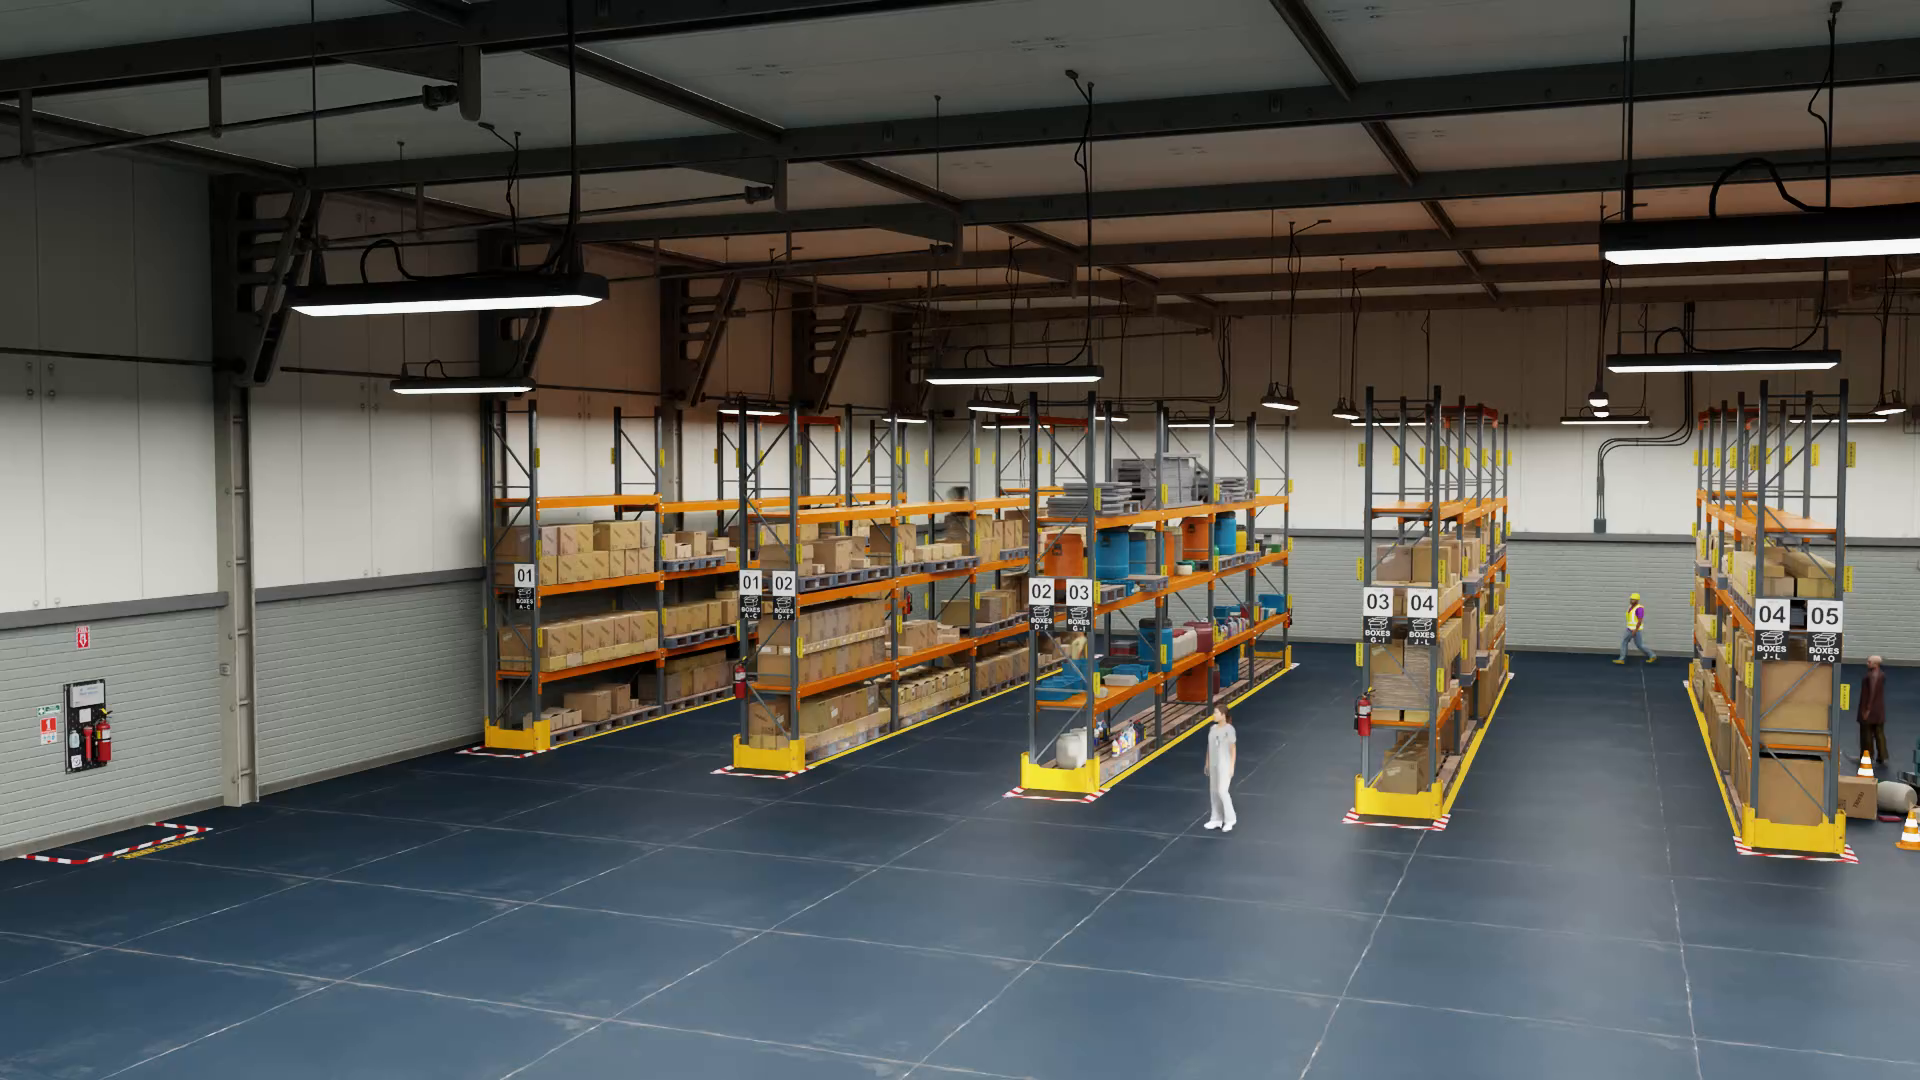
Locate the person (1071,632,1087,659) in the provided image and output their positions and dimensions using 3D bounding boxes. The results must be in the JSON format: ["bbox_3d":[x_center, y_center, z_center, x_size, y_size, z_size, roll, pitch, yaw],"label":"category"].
[{"bbox_3d":[2.391,2.524,33.637,0.444,1.664,0.482,0,3,-8],"label":"person"}]

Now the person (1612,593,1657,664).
[{"bbox_3d":[16.290,2.151,40.133,1.014,1.731,0.598,0,3,1],"label":"person"}]

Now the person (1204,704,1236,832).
[{"bbox_3d":[3.502,3.056,22.423,0.386,1.685,0.477,-2,3,-34],"label":"person"}]

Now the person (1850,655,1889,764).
[{"bbox_3d":[14.960,2.774,27.224,0.597,1.780,0.529,-1,3,-20],"label":"person"}]
